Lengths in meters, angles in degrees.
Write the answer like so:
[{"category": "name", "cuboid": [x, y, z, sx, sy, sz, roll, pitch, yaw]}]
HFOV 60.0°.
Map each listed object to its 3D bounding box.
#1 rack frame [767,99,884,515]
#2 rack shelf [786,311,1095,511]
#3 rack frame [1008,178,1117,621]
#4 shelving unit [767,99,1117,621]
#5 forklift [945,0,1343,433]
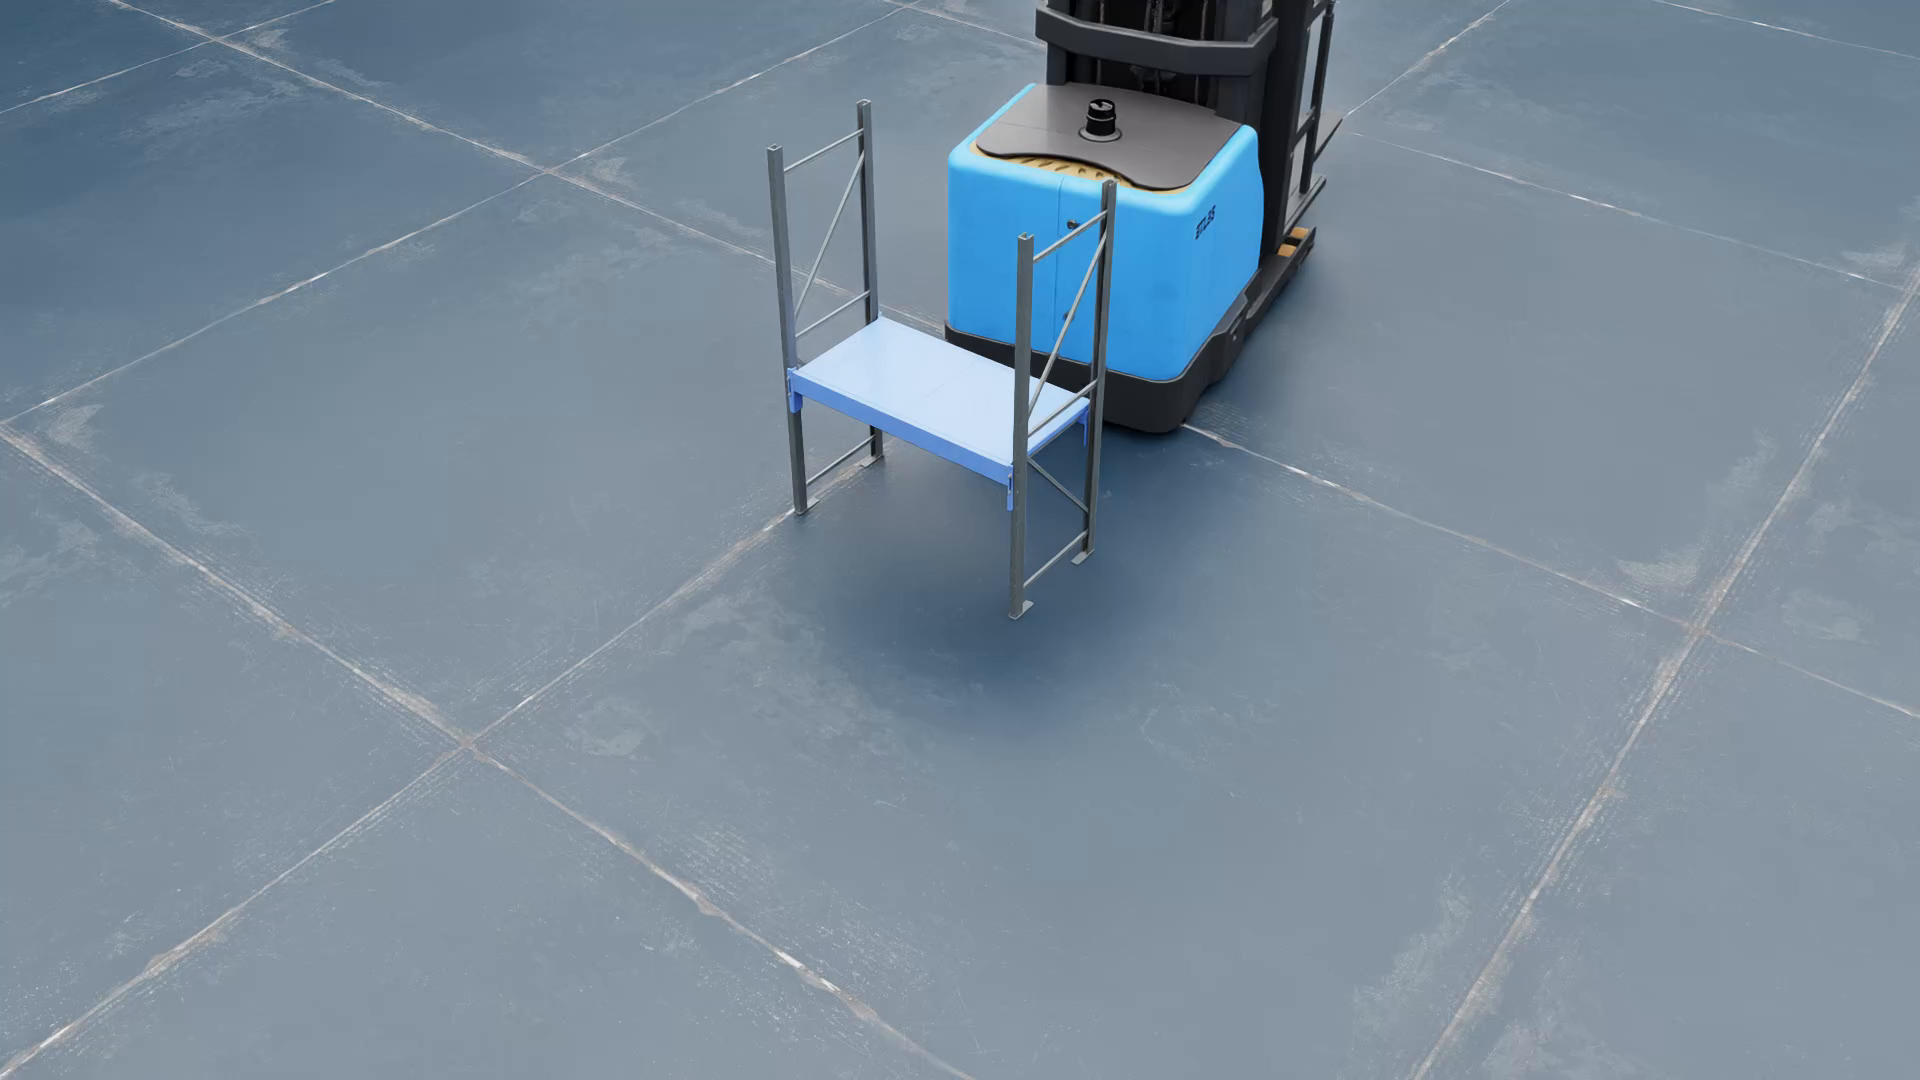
[{"category": "rack frame", "cuboid": [-0.472, -0.813, 6.072, 0.032, 1.500, 0.500, 25, 45, 29]}, {"category": "rack shelf", "cuboid": [-0.068, -0.481, 5.939, 1.000, 0.185, 0.538, 25, 45, 29]}, {"category": "rack frame", "cuboid": [0.336, -0.432, 5.585, 0.032, 1.500, 0.500, 25, 45, 29]}, {"category": "shelving unit", "cuboid": [-0.068, -0.622, 5.828, 1.048, 1.500, 0.538, 25, 45, 29]}, {"category": "forklift", "cuboid": [1.043, -2.485, 7.046, 1.130, 2.935, 3.031, 17, 41, 20]}]
